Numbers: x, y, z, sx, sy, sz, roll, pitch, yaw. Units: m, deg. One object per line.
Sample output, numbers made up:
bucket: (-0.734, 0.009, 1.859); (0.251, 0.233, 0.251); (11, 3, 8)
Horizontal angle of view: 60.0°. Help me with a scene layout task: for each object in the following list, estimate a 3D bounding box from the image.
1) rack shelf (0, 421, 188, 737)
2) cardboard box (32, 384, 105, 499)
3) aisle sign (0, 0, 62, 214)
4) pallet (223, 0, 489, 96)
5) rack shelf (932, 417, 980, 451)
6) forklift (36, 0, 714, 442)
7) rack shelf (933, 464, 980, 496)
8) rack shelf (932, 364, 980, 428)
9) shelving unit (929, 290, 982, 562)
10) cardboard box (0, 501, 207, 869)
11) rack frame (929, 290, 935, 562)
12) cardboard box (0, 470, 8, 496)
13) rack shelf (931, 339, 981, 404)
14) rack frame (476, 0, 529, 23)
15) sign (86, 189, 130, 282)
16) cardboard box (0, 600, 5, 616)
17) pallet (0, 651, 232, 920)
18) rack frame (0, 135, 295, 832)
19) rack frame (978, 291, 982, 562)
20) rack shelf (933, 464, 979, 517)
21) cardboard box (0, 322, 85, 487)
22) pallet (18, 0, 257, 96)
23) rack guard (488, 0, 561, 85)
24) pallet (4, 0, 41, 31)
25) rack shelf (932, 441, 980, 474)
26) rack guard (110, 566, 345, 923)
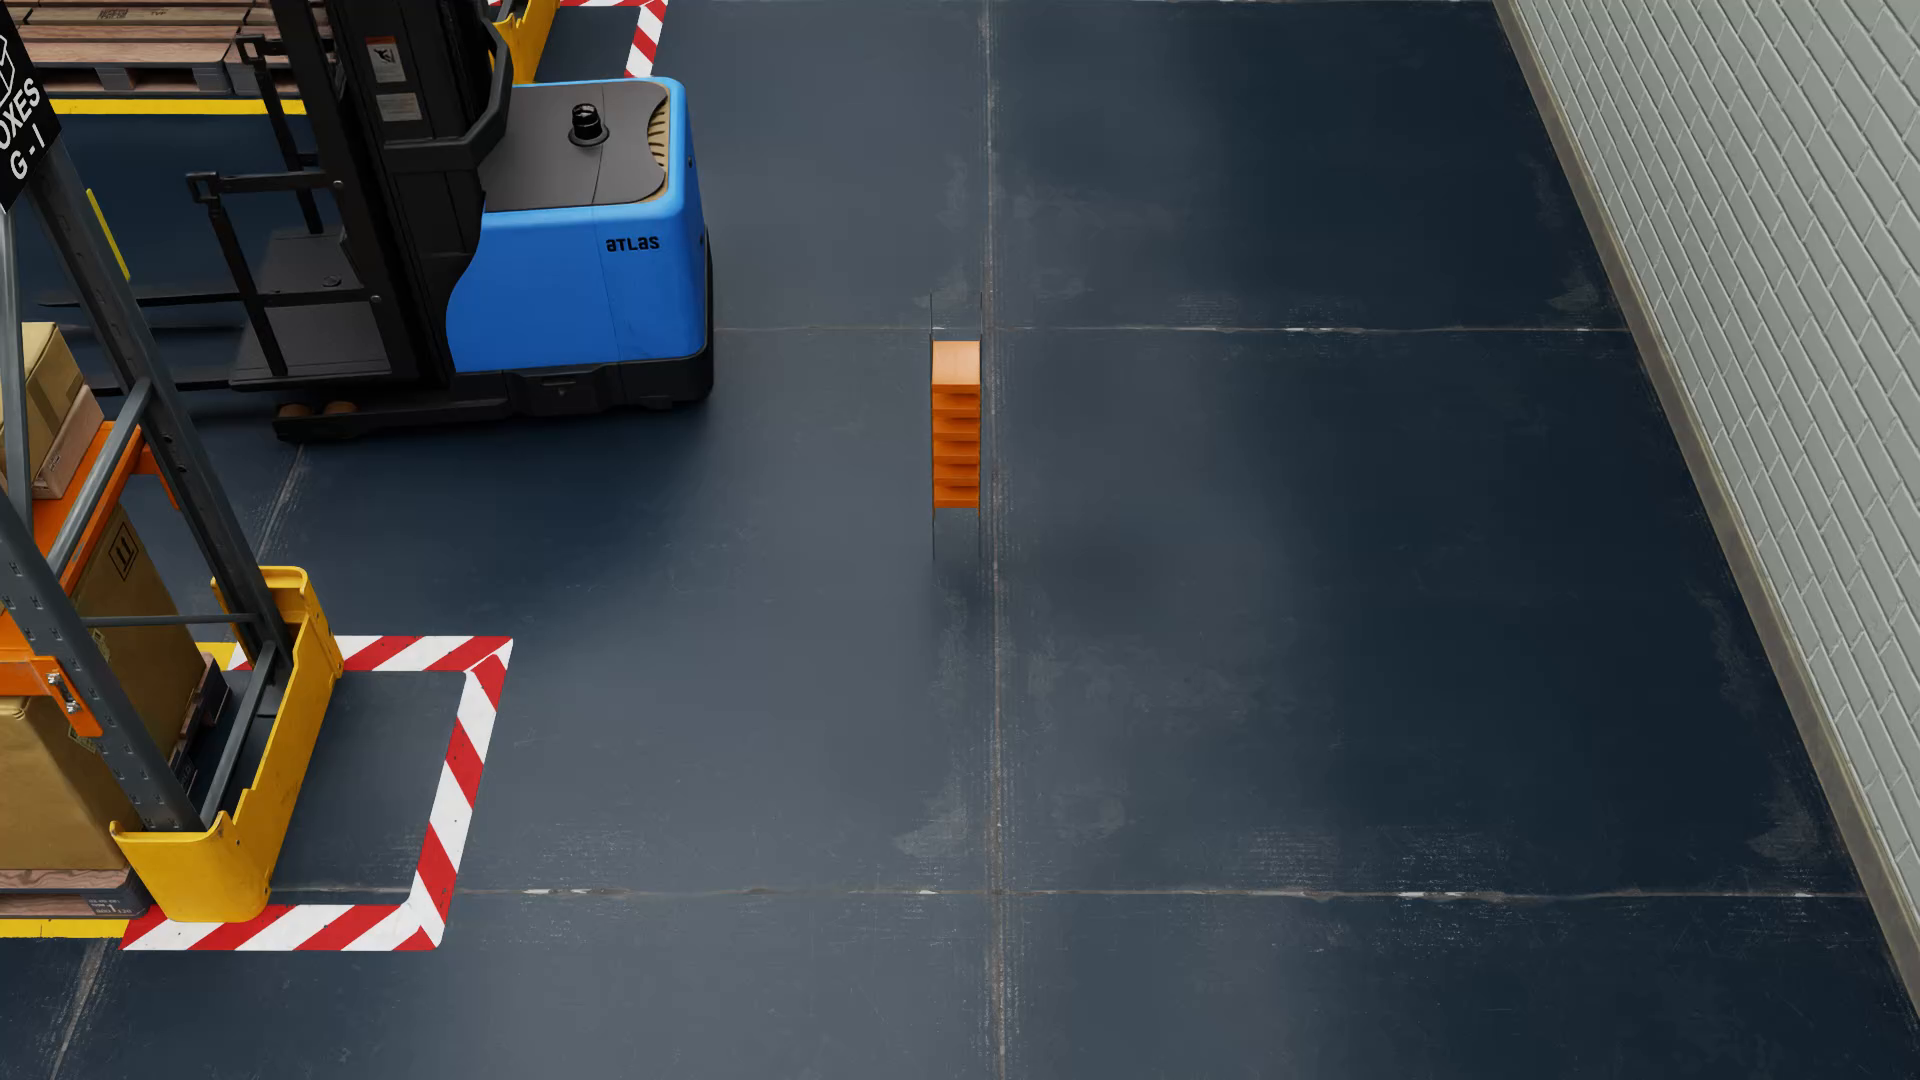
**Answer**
rack shelf: (-4.560, 0.083, 5.196); (4.000, 0.370, 1.077); (0, 47, 0)
cardboard box: (-2.914, -0.314, 5.245); (0.250, 0.149, 0.380); (1, 47, 1)
aisle sign: (-2.487, -1.262, 4.180); (0.004, 0.787, 0.394); (0, 47, 0)
pallet: (-3.366, -2.863, 9.351); (1.213, 0.211, 1.003); (0, 47, 0)
rack shelf: (-0.014, -0.460, 6.336); (0.180, 0.103, 0.258); (0, 47, 0)
forklift: (-2.645, -1.834, 6.536); (3.031, 2.935, 1.130); (-4, 47, -4)
rack shelf: (-0.014, -0.297, 6.512); (0.180, 0.103, 0.258); (0, 47, 0)
rack shelf: (-0.014, -0.542, 6.248); (0.180, 0.103, 0.258); (0, 47, 0)
shelving unit: (-0.014, -0.409, 6.392); (0.189, 1.200, 0.258); (0, 47, 0)
cardboard box: (-3.201, 0.481, 5.499); (0.875, 0.875, 0.875); (0, 47, 0)
rack frame: (-0.106, -0.409, 6.392); (0.006, 1.200, 0.240); (0, 47, 0)
cardboard box: (-3.046, -0.014, 4.694); (0.500, 0.250, 0.500); (-1, 47, 0)
rack shelf: (-0.014, -0.624, 6.161); (0.180, 0.103, 0.258); (0, 47, 0)
rack frame: (-2.542, -3.782, 8.302); (0.127, 3.000, 1.000); (0, 47, 0)
sign: (-2.552, -0.885, 4.960); (0.005, 0.325, 0.100); (0, 47, 0)
cardboard box: (-2.918, 0.169, 4.796); (0.250, 0.149, 0.380); (1, 47, 1)
pallet: (-3.360, 0.848, 5.897); (1.213, 0.211, 1.003); (0, 47, 0)
rack frame: (-2.560, -0.157, 4.927); (0.127, 3.000, 1.000); (0, 47, 0)
rack frame: (0.077, -0.409, 6.391); (0.006, 1.200, 0.240); (0, 47, 0)
rack shelf: (-0.014, -0.215, 6.600); (0.180, 0.103, 0.258); (0, 47, 0)
cardboard box: (-3.039, -0.406, 5.059); (0.500, 0.250, 0.500); (-1, 47, -1)
pallet: (-4.583, -2.868, 9.356); (1.213, 0.211, 1.003); (0, 47, 0)
rack guard: (-2.518, -2.940, 9.226); (0.348, 0.500, 1.175); (0, 47, 0)
pallet: (-5.806, -2.869, 9.357); (1.213, 0.211, 1.003); (0, 47, 0)
rack shelf: (-0.014, -0.379, 6.424); (0.180, 0.103, 0.258); (0, 47, 0)
rack guard: (-2.536, 0.695, 5.842); (0.348, 0.500, 1.175); (0, 47, 0)
